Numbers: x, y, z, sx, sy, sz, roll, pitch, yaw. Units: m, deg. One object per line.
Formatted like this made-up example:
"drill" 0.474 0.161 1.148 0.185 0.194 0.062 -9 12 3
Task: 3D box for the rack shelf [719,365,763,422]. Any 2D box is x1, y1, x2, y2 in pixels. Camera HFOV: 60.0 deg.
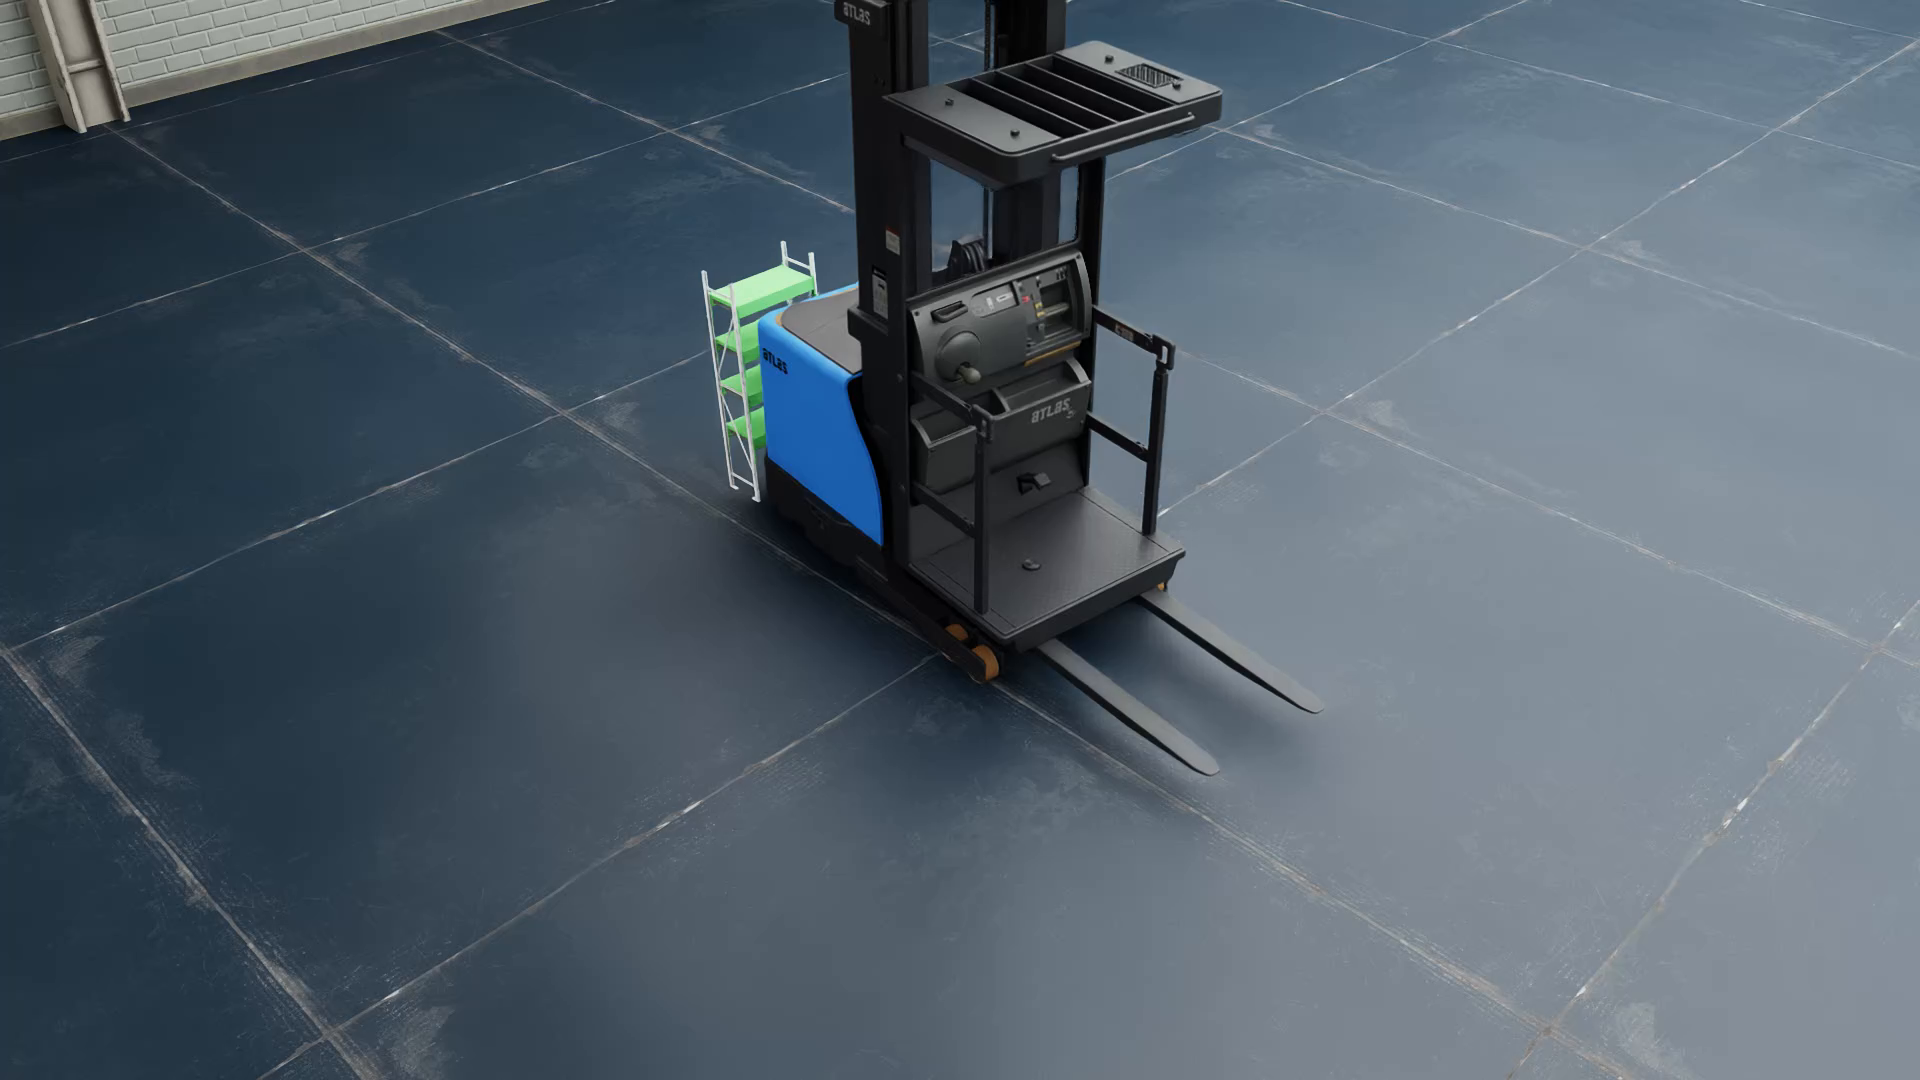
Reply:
"rack shelf" -0.954 -0.787 8.428 0.480 0.148 0.258 -29 40 -34

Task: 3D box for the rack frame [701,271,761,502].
"rack frame" -1.133 -0.745 8.256 0.015 1.200 0.240 -29 40 -34

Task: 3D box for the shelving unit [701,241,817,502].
"shelving unit" -0.956 -0.841 8.394 0.503 1.200 0.258 -29 40 -34

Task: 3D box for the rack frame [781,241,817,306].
"rack frame" -0.779 -0.937 8.532 0.015 1.200 0.240 -29 40 -34

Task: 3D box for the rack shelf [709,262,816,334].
"rack shelf" -0.974 -1.193 8.172 0.480 0.148 0.258 -29 40 -34

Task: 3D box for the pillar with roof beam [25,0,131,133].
"pillar with roof beam" -3.641 -5.205 7.847 9.100 9.000 0.400 30 45 35

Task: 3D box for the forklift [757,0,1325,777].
"forklift" 0.318 -0.893 6.968 1.130 2.935 3.031 -24 41 -30

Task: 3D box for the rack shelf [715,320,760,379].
"rack shelf" -0.964 -0.990 8.300 0.480 0.148 0.258 -29 40 -34

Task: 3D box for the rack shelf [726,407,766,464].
"rack shelf" -0.943 -0.585 8.556 0.480 0.148 0.258 -29 40 -34
